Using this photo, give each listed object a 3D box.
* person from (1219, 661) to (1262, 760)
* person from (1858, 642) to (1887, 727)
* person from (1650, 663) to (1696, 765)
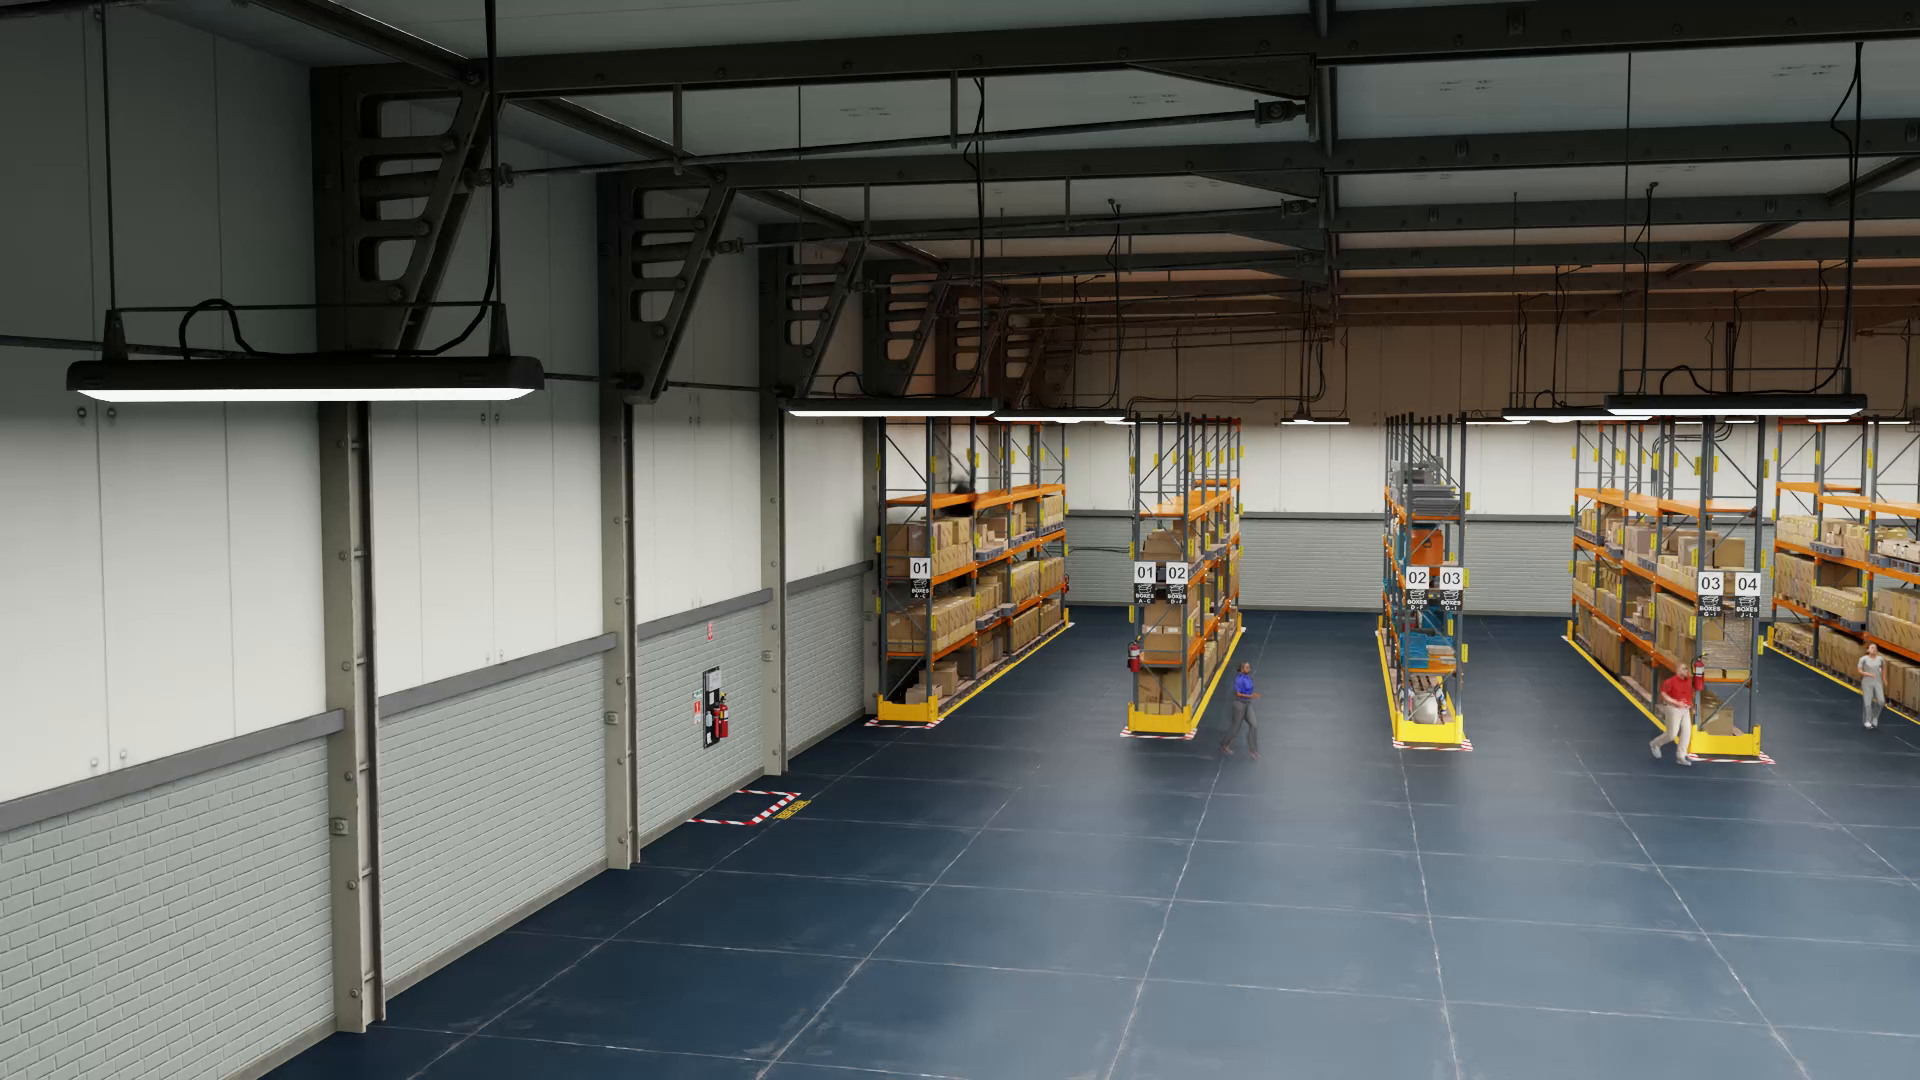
[{"bbox_3d":[4.869,2.946,28.808,0.791,1.725,0.588,3,5,39],"label":"person"},{"bbox_3d":[17.335,2.755,31.564,0.543,1.634,0.621,1,4,13],"label":"person"},{"bbox_3d":[12.258,2.943,28.404,0.701,1.700,0.826,-2,4,-22],"label":"person"}]
